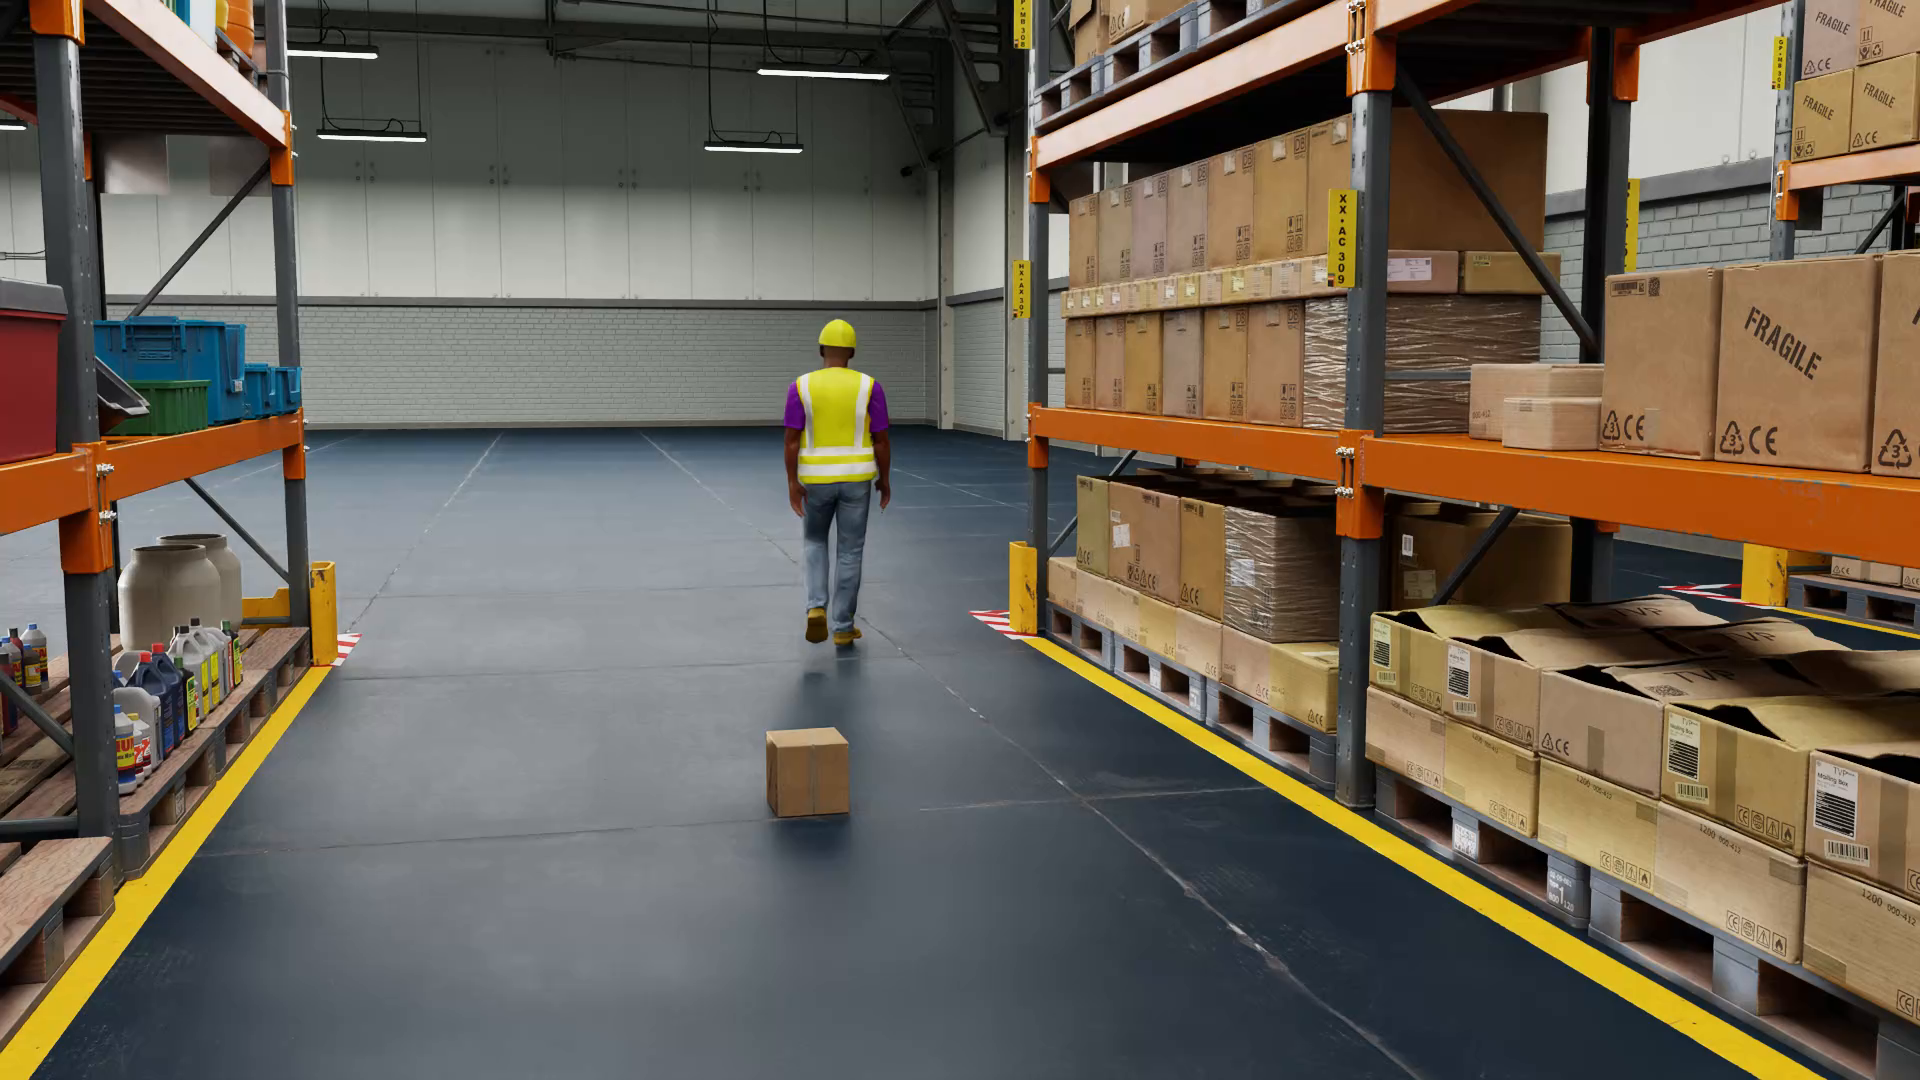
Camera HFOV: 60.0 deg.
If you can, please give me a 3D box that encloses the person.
[{"bbox_3d":[-0.664,-0.303,9.146,0.569,1.803,0.478,0,6,2],"label":"person"}]
